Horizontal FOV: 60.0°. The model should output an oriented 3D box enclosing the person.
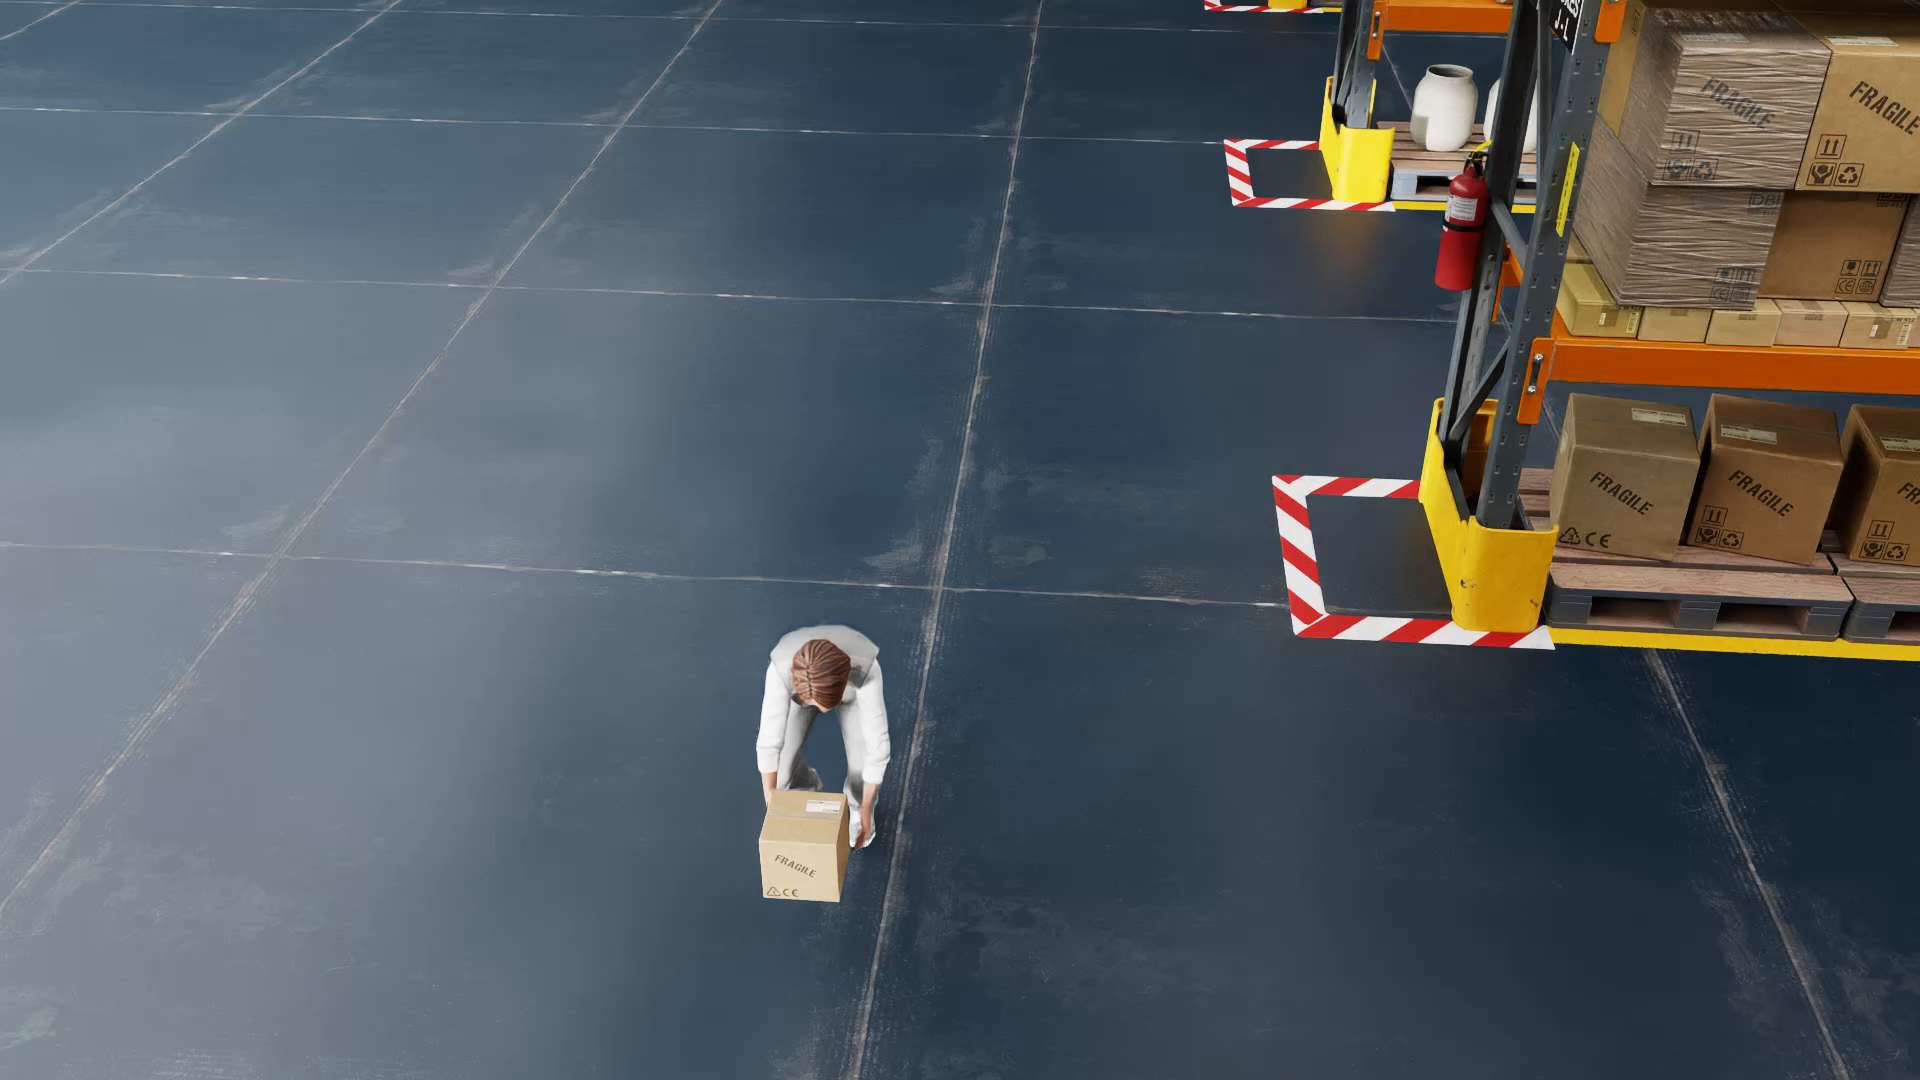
[{"bbox_3d":[-0.442,0.636,5.681,0.457,1.025,0.757,2,32,4],"label":"person"}]
